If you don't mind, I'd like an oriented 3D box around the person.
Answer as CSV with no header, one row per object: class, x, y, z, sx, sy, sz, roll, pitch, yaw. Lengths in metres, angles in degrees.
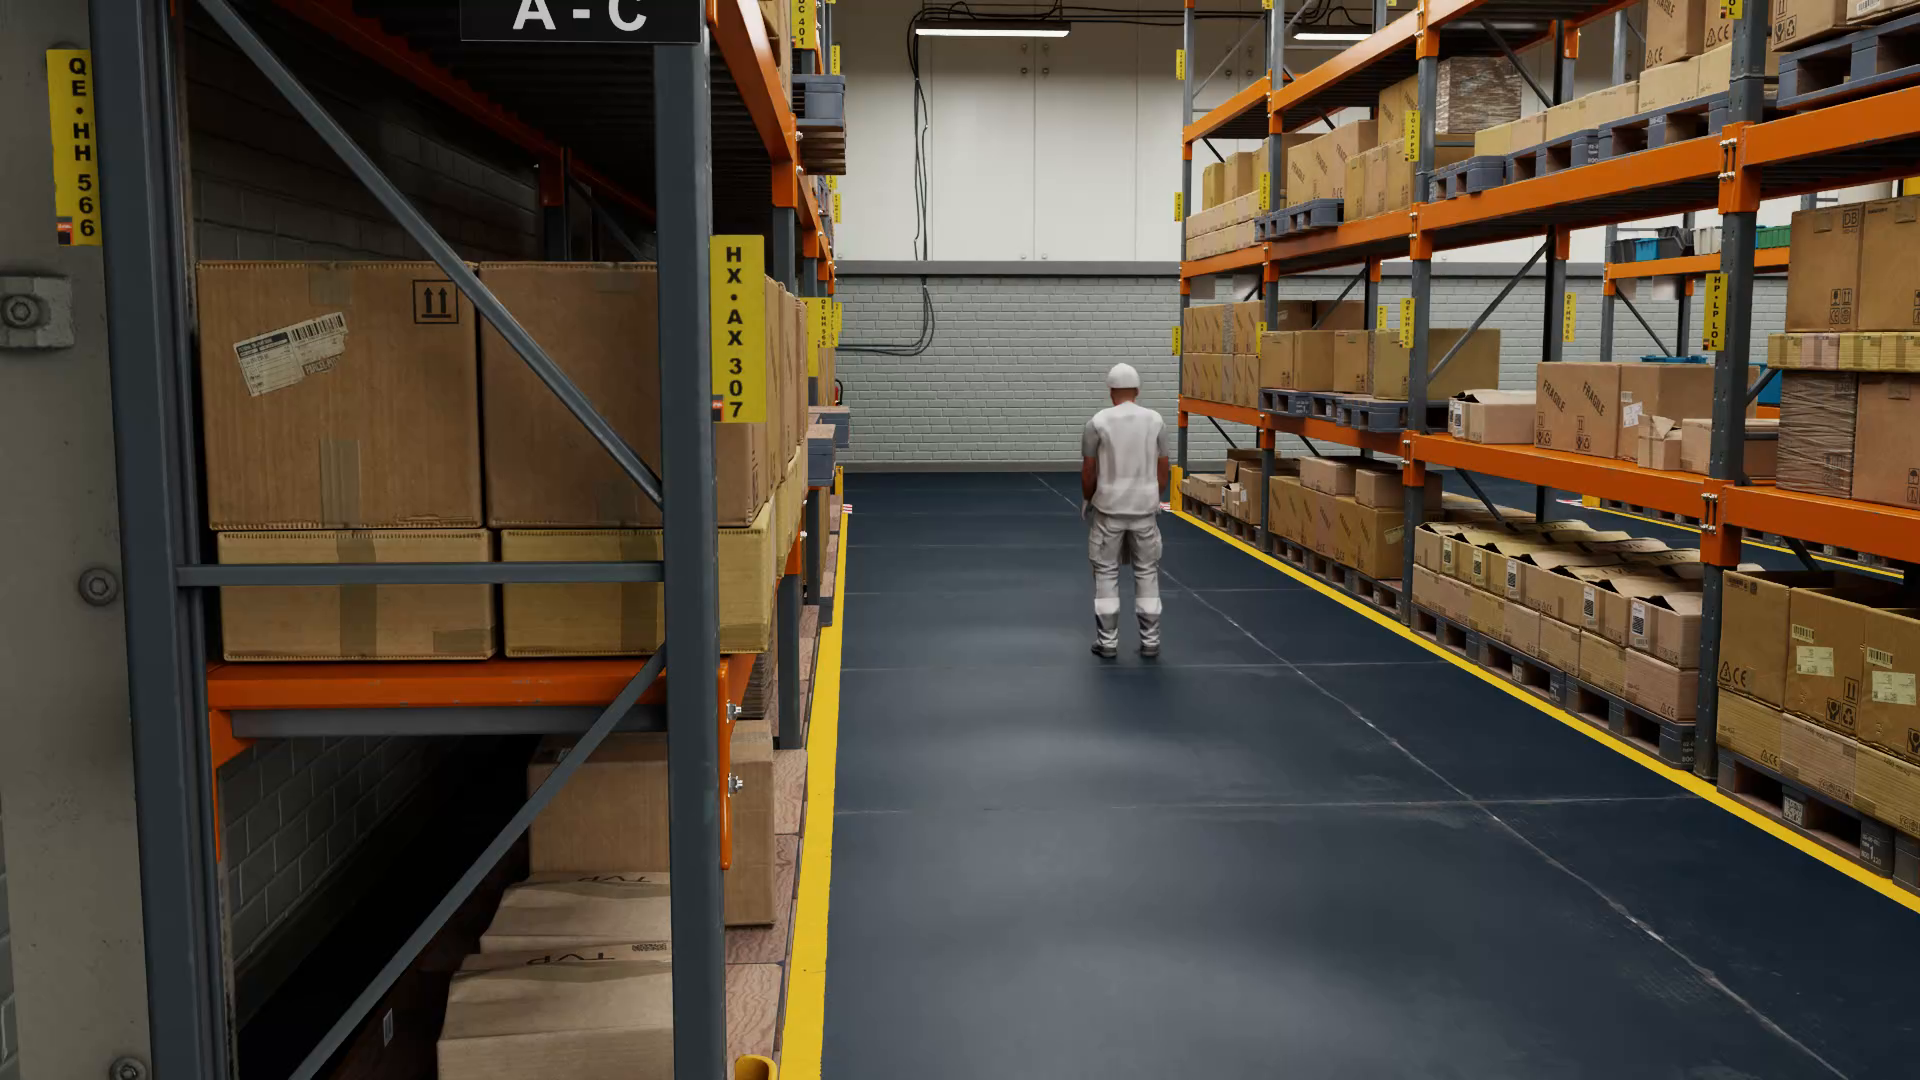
person,1.003,-0.180,10.160,0.544,1.788,0.414,-1,7,-5
